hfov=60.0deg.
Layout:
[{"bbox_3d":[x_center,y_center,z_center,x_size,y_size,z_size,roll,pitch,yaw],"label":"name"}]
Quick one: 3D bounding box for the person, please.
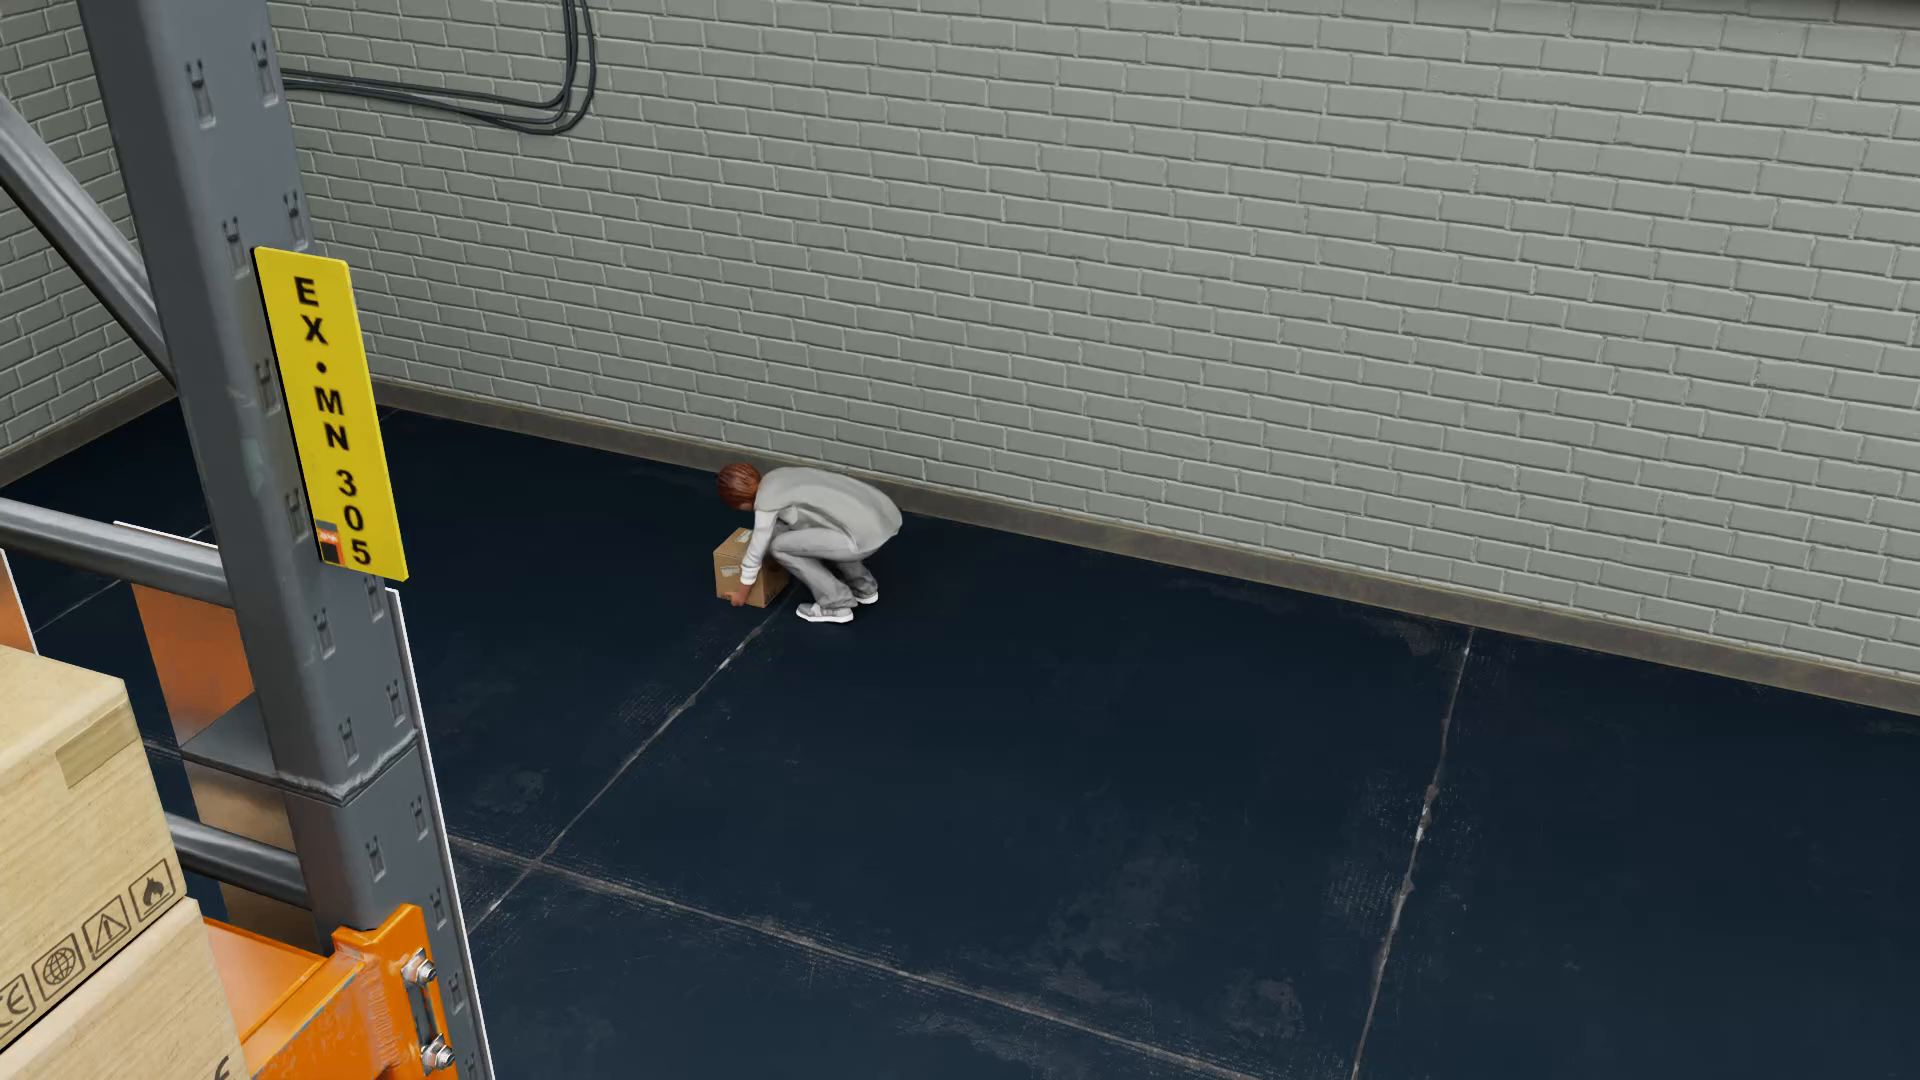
[{"bbox_3d":[-0.684,0.007,7.559,0.862,0.696,0.419,11,32,18],"label":"person"}]
